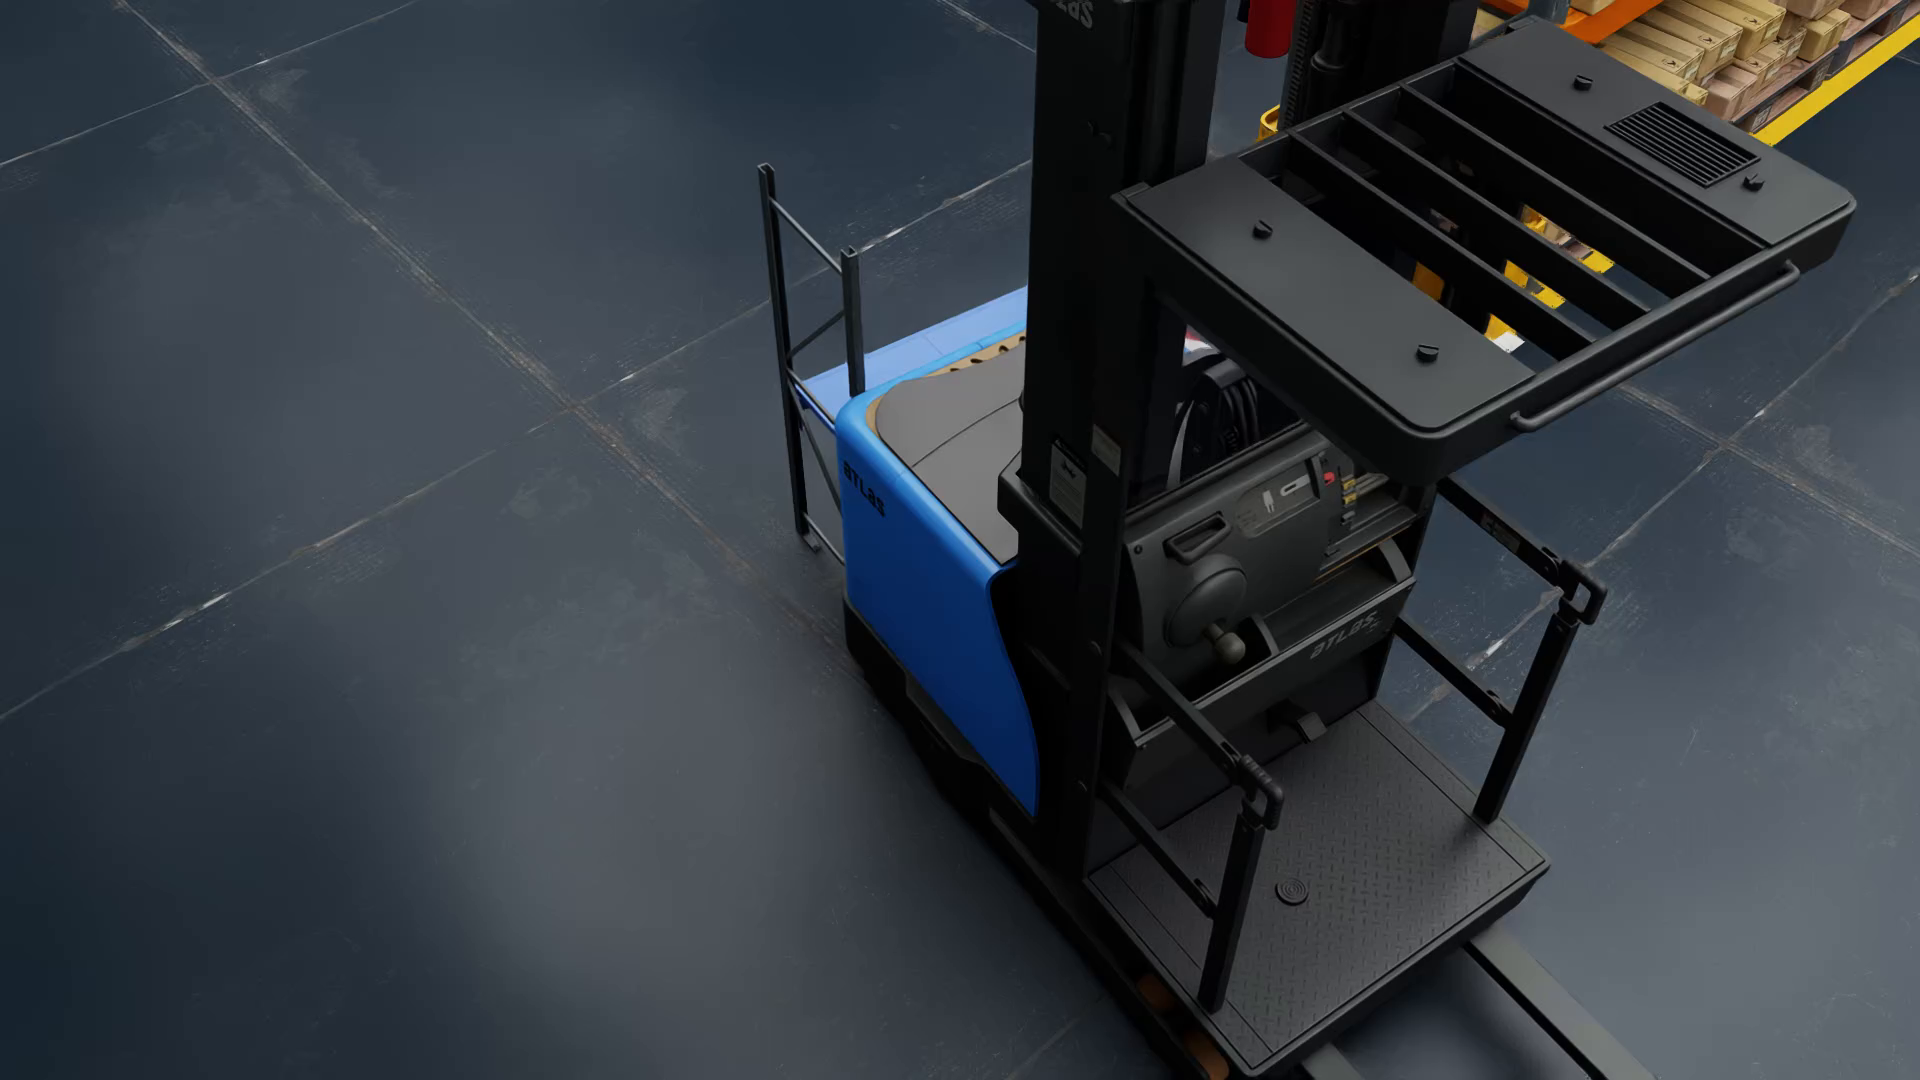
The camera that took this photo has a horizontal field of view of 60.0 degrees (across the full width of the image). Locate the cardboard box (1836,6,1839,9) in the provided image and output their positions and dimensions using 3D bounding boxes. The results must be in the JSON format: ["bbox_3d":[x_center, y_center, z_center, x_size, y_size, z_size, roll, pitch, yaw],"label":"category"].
[{"bbox_3d":[3.855,-2.541,7.708,0.250,0.149,0.380,-35,56,-28],"label":"cardboard box"}]

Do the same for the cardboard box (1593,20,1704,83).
[{"bbox_3d":[2.773,-1.956,6.763,0.380,0.149,0.250,36,57,29],"label":"cardboard box"}]

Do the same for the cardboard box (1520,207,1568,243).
[{"bbox_3d":[2.236,-1.341,6.600,0.250,0.149,0.380,-33,55,-26],"label":"cardboard box"}]

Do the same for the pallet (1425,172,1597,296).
[{"bbox_3d":[2.315,-1.554,7.041,1.213,0.211,1.003,-34,56,-27],"label":"pallet"}]

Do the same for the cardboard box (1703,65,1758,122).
[{"bbox_3d":[3.184,-1.962,7.173,0.380,0.149,0.250,36,57,29],"label":"cardboard box"}]

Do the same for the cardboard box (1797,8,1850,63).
[{"bbox_3d":[3.766,-2.342,7.524,0.250,0.149,0.380,-34,56,-27],"label":"cardboard box"}]

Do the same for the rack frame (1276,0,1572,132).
[{"bbox_3d":[1.633,-2.080,5.628,0.127,3.000,1.000,-34,56,-27],"label":"rack frame"}]

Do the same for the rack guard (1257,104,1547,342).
[{"bbox_3d":[1.690,-1.270,6.581,0.348,0.500,1.175,-34,56,-27],"label":"rack guard"}]

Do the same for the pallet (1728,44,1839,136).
[{"bbox_3d":[3.217,-2.154,7.594,1.213,0.211,1.003,-34,56,-27],"label":"pallet"}]

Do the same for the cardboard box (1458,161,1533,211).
[{"bbox_3d":[2.194,-1.476,6.522,0.250,0.149,0.380,-32,55,-26],"label":"cardboard box"}]

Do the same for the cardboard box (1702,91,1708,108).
[{"bbox_3d":[2.942,-1.886,7.103,0.250,0.149,0.380,-34,56,-27],"label":"cardboard box"}]

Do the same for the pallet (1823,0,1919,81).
[{"bbox_3d":[4.120,-2.761,8.154,1.213,0.211,1.003,-34,56,-27],"label":"pallet"}]

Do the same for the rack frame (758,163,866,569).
[{"bbox_3d":[-0.420,-0.398,5.097,0.032,1.500,0.500,-26,52,-22],"label":"rack frame"}]

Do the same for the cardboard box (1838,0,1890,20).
[{"bbox_3d":[4.131,-2.605,7.767,0.250,0.149,0.380,-36,57,-28],"label":"cardboard box"}]

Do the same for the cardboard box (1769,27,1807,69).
[{"bbox_3d":[3.528,-2.250,7.439,0.250,0.149,0.380,-33,55,-27],"label":"cardboard box"}]

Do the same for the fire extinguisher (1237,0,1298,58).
[{"bbox_3d":[1.137,-2.054,5.910,0.183,0.674,0.296,-34,56,-27],"label":"fire extinguisher"}]

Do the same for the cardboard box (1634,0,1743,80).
[{"bbox_3d":[2.985,-2.088,6.885,0.250,0.149,0.380,-32,55,-26],"label":"cardboard box"}]

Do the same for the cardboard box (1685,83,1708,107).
[{"bbox_3d":[2.819,-1.818,6.838,0.250,0.149,0.380,-32,55,-26],"label":"cardboard box"}]

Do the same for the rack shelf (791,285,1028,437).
[{"bbox_3d":[0.004,-0.482,5.419,1.000,0.185,0.538,-26,52,-22],"label":"rack shelf"}]

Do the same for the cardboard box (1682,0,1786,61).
[{"bbox_3d":[3.210,-2.193,6.982,0.250,0.149,0.380,-33,55,-27],"label":"cardboard box"}]

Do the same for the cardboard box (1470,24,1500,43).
[{"bbox_3d":[2.079,-1.950,6.757,0.250,0.149,0.380,-33,55,-26],"label":"cardboard box"}]

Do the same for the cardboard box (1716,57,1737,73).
[{"bbox_3d":[3.124,-2.157,7.151,0.250,0.149,0.380,-31,54,-25],"label":"cardboard box"}]

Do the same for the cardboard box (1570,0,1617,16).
[{"bbox_3d":[2.094,-1.977,5.704,0.250,0.149,0.380,-34,56,-27],"label":"cardboard box"}]

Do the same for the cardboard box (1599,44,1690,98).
[{"bbox_3d":[2.645,-1.788,6.608,0.250,0.149,0.380,-34,56,-27],"label":"cardboard box"}]

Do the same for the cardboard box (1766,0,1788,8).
[{"bbox_3d":[3.332,-2.369,7.144,0.250,0.149,0.380,-34,56,-27],"label":"cardboard box"}]

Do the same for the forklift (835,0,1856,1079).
[{"bbox_3d":[0.883,0.050,3.709,1.130,2.935,3.031,-27,53,-23],"label":"forklift"}]

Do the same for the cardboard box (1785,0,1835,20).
[{"bbox_3d":[3.589,-2.433,7.203,0.250,0.149,0.380,-36,57,-28],"label":"cardboard box"}]

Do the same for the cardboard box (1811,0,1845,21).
[{"bbox_3d":[3.769,-2.516,7.482,0.250,0.149,0.380,-32,55,-26],"label":"cardboard box"}]

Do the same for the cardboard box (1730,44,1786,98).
[{"bbox_3d":[3.372,-2.113,7.312,0.250,0.149,0.380,-34,56,-27],"label":"cardboard box"}]

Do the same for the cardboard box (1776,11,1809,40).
[{"bbox_3d":[3.557,-2.394,7.370,0.380,0.149,0.250,36,57,29],"label":"cardboard box"}]

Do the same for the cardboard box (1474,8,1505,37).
[{"bbox_3d":[2.185,-2.147,6.939,0.250,0.149,0.380,-35,56,-28],"label":"cardboard box"}]

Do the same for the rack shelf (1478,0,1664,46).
[{"bbox_3d":[3.113,-2.825,6.805,4.000,0.370,1.077,-34,56,-27],"label":"rack shelf"}]

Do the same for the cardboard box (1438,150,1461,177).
[{"bbox_3d":[1.883,-1.629,6.866,0.250,0.149,0.380,-33,55,-27],"label":"cardboard box"}]

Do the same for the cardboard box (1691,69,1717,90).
[{"bbox_3d":[2.951,-2.000,7.006,0.380,0.149,0.250,36,57,29],"label":"cardboard box"}]

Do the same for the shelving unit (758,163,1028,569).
[{"bbox_3d":[0.004,-0.604,5.287,1.048,1.500,0.538,-26,52,-22],"label":"shelving unit"}]
